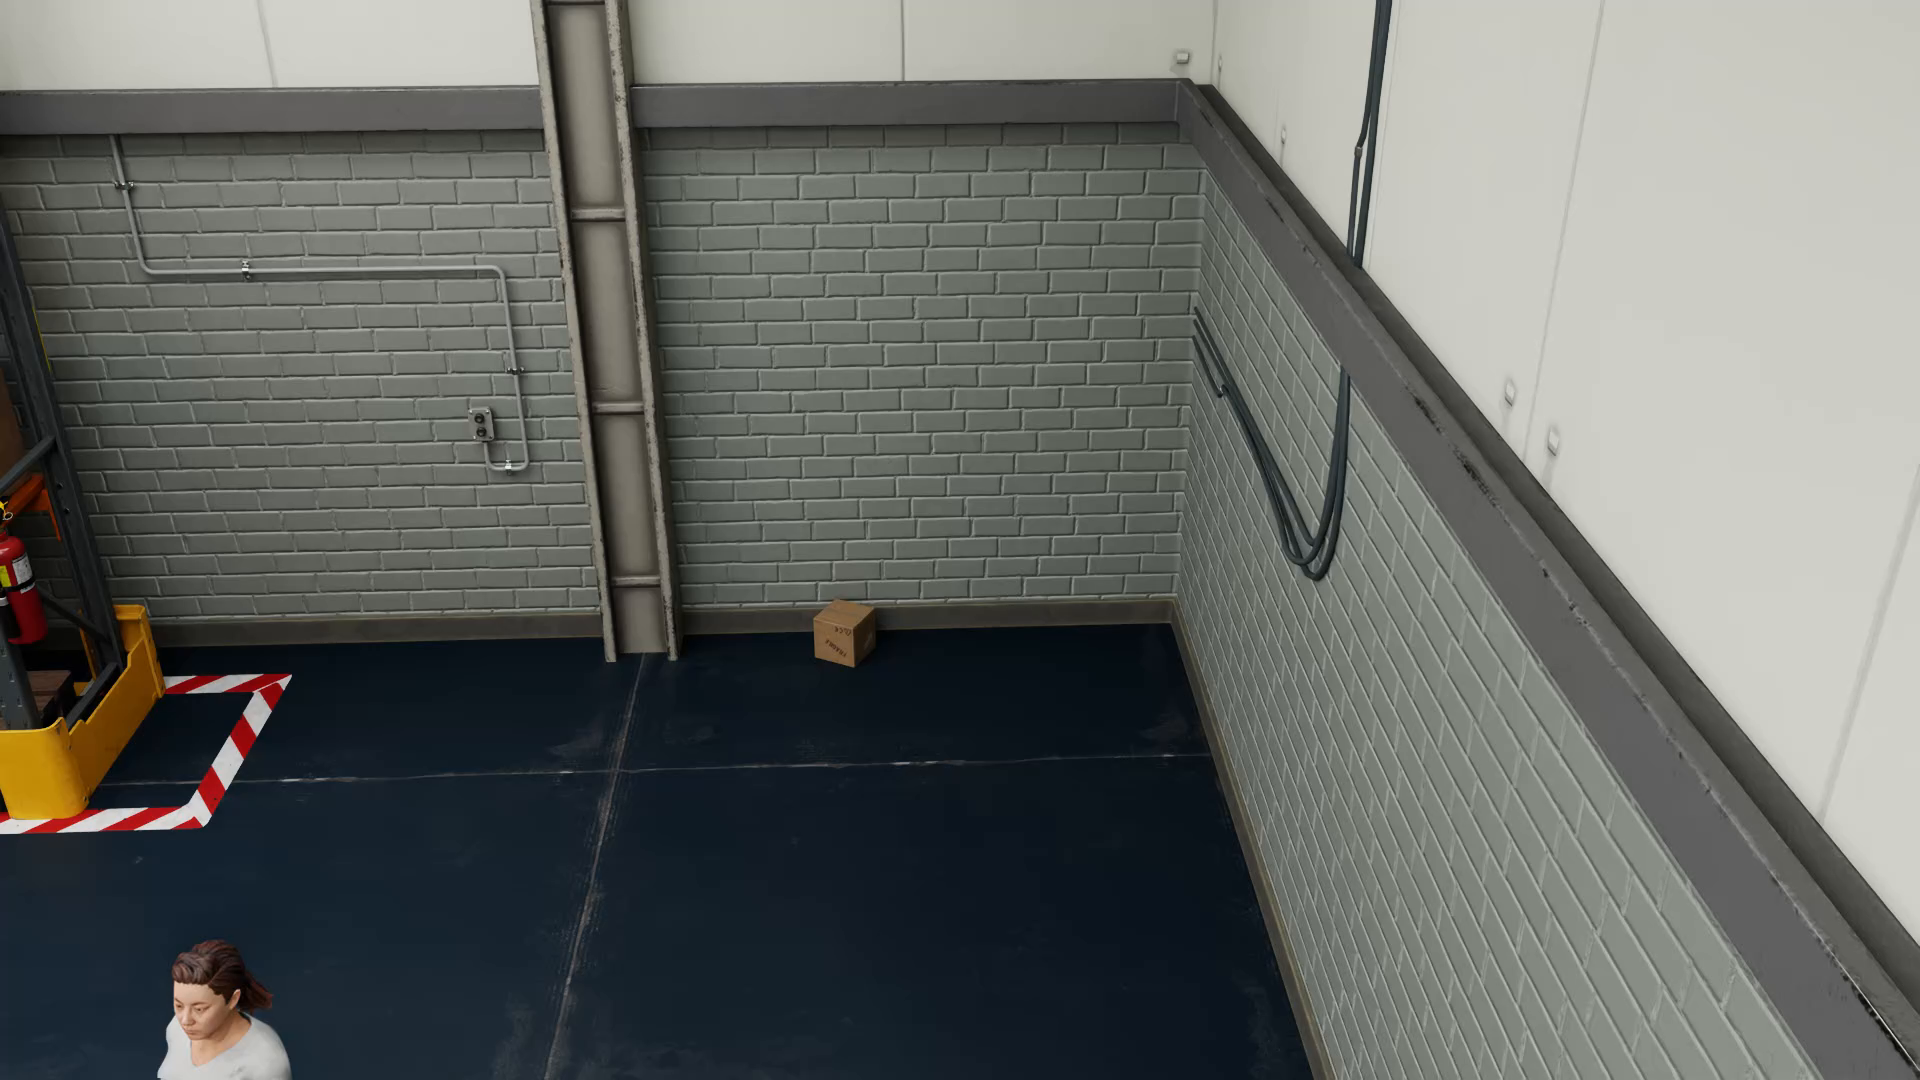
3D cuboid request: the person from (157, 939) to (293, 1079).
[{"bbox_3d":[-2.147,1.932,4.932,0.486,1.720,0.487,12,30,22],"label":"person"}]
